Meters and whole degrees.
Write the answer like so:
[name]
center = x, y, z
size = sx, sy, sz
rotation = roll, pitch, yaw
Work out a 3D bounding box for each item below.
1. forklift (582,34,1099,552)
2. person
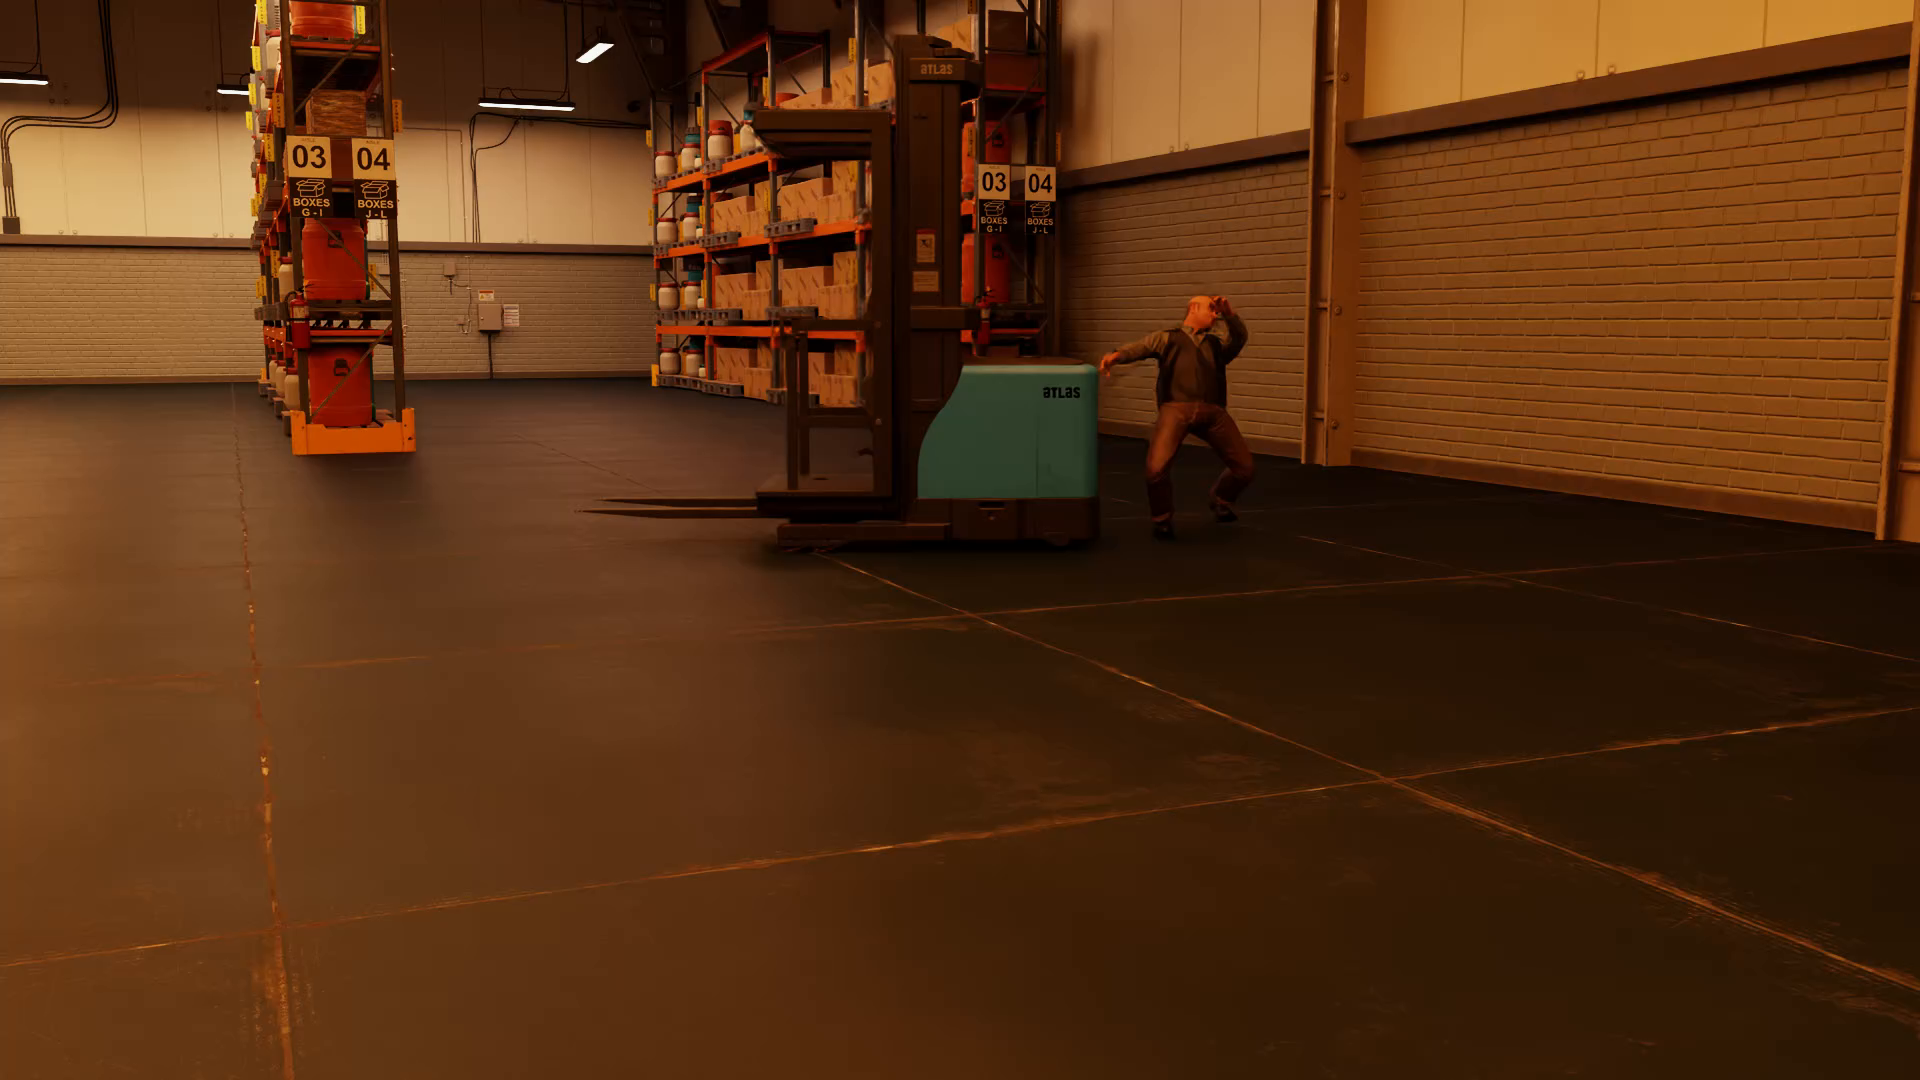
[forklift]
center = -0.710, -1.451, 9.946
size = 3.031, 2.935, 1.130
rotation = 0, 8, -1
[person]
center = 1.312, -0.761, 10.174
size = 1.051, 1.464, 0.711
rotation = -2, 8, -17
